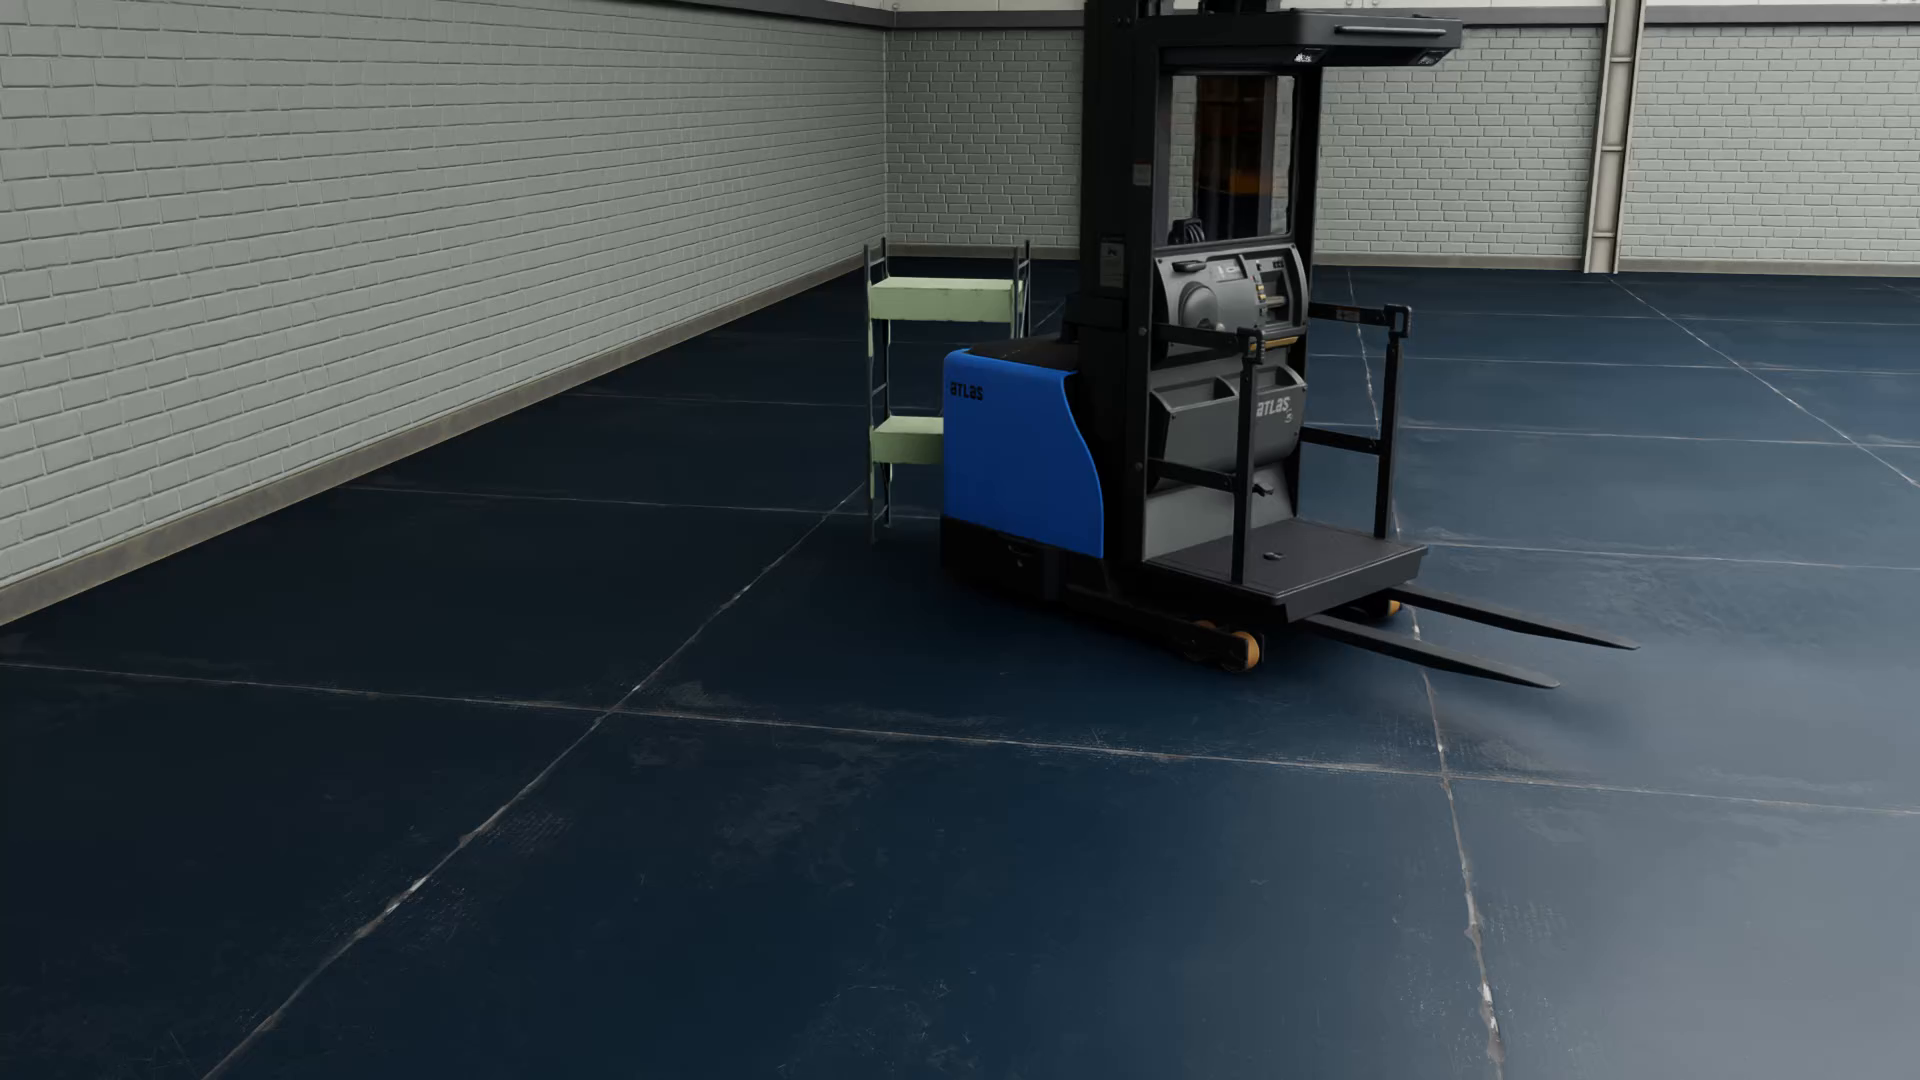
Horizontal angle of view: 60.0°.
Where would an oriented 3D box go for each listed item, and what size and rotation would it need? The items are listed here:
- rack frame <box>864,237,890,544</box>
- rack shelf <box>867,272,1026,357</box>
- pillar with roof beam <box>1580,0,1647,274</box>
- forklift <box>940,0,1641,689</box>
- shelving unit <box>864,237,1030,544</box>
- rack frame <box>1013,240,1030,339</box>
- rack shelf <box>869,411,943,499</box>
[{"bbox_3d":[-0.417,-0.755,8.407,0.023,1.500,0.400,3,16,10],"label":"rack frame"},{"bbox_3d":[-0.058,-1.112,8.236,0.720,0.370,0.431,3,16,10],"label":"rack shelf"},{"bbox_3d":[6.948,-6.488,15.055,0.400,9.000,9.100,3,16,11],"label":"pillar with roof beam"},{"bbox_3d":[1.279,-1.038,6.750,1.130,2.935,3.031,-14,21,-41],"label":"forklift"},{"bbox_3d":[-0.058,-0.736,8.341,0.755,1.500,0.431,3,16,10],"label":"shelving unit"},{"bbox_3d":[0.302,-0.718,8.274,0.023,1.500,0.400,3,16,10],"label":"rack frame"},{"bbox_3d":[-0.058,-0.422,8.428,0.720,0.370,0.431,3,16,10],"label":"rack shelf"}]
